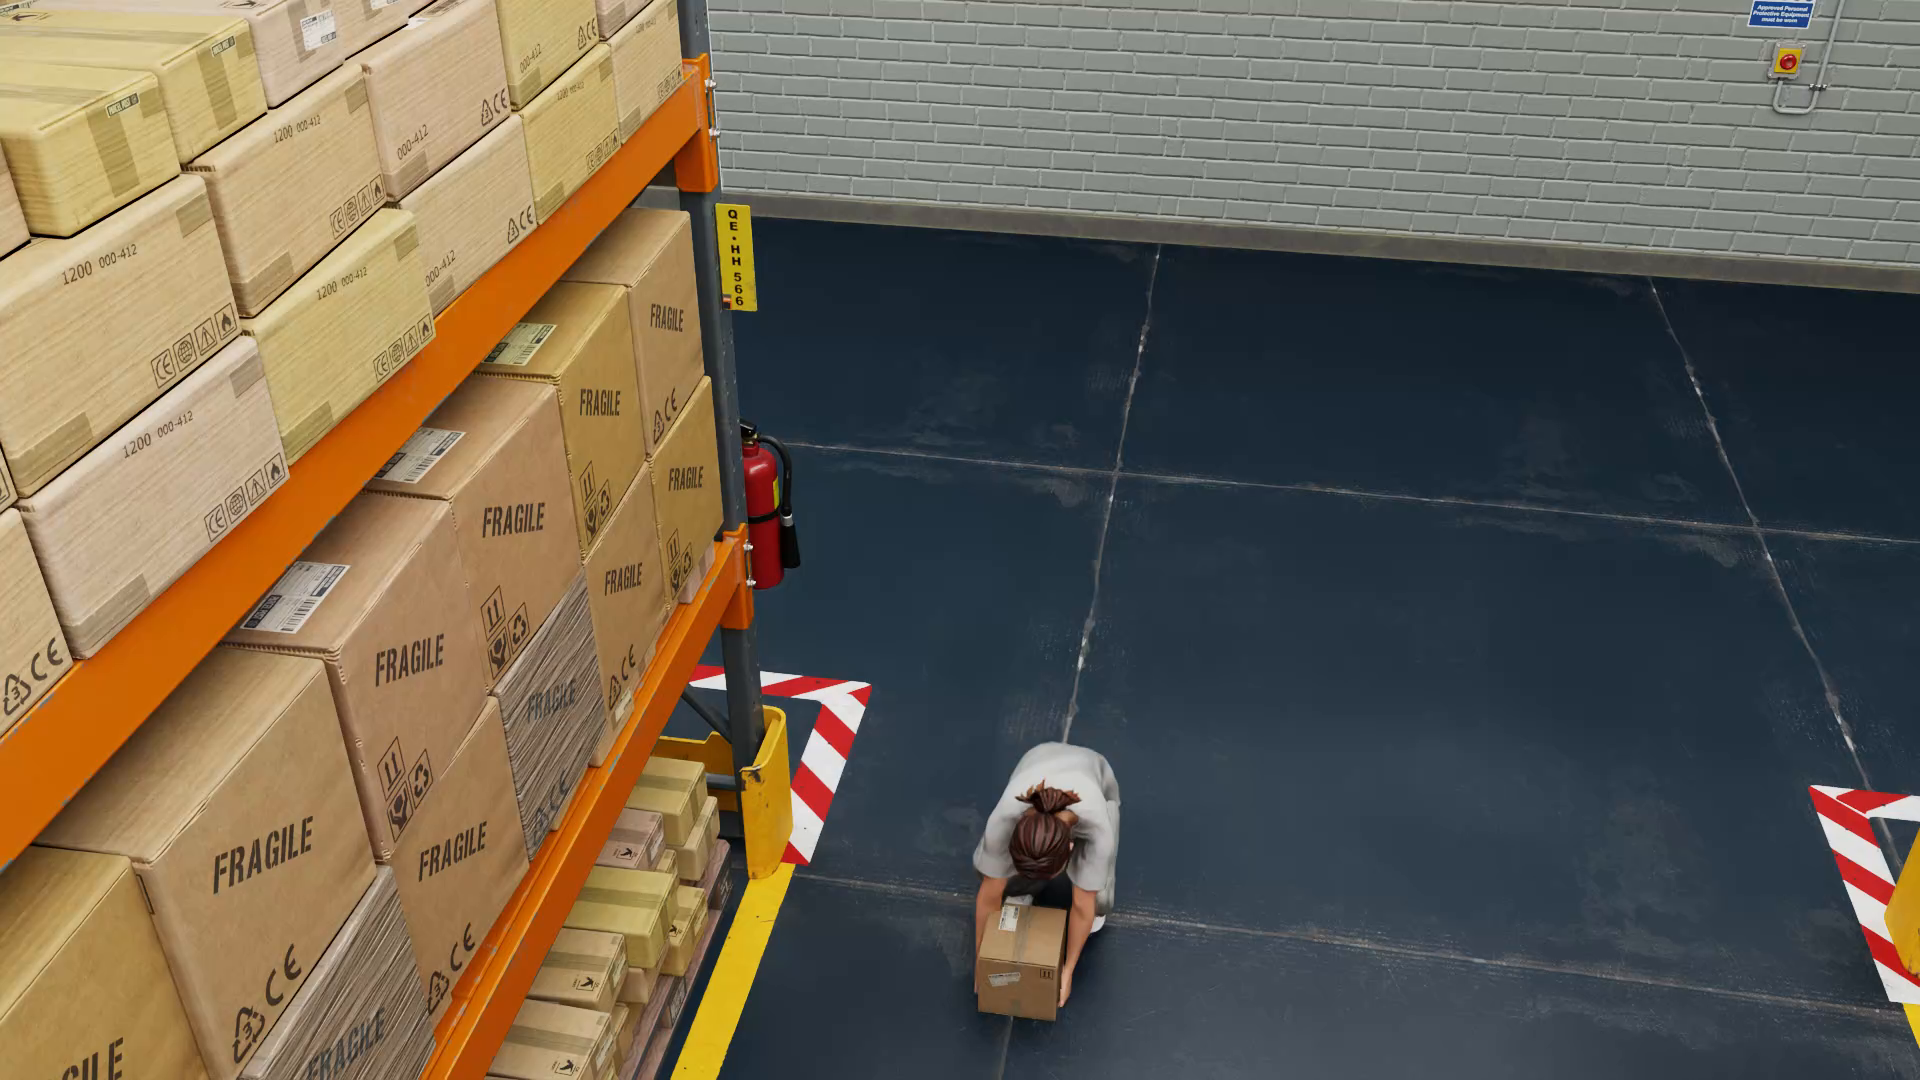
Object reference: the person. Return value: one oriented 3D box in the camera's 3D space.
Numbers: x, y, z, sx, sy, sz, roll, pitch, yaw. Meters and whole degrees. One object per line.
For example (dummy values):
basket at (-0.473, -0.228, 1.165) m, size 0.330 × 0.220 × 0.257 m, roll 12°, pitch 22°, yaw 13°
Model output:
person at (0.302, 1.017, 5.442) m, size 0.469 × 0.809 × 0.817 m, roll 10°, pitch 34°, yaw 15°
